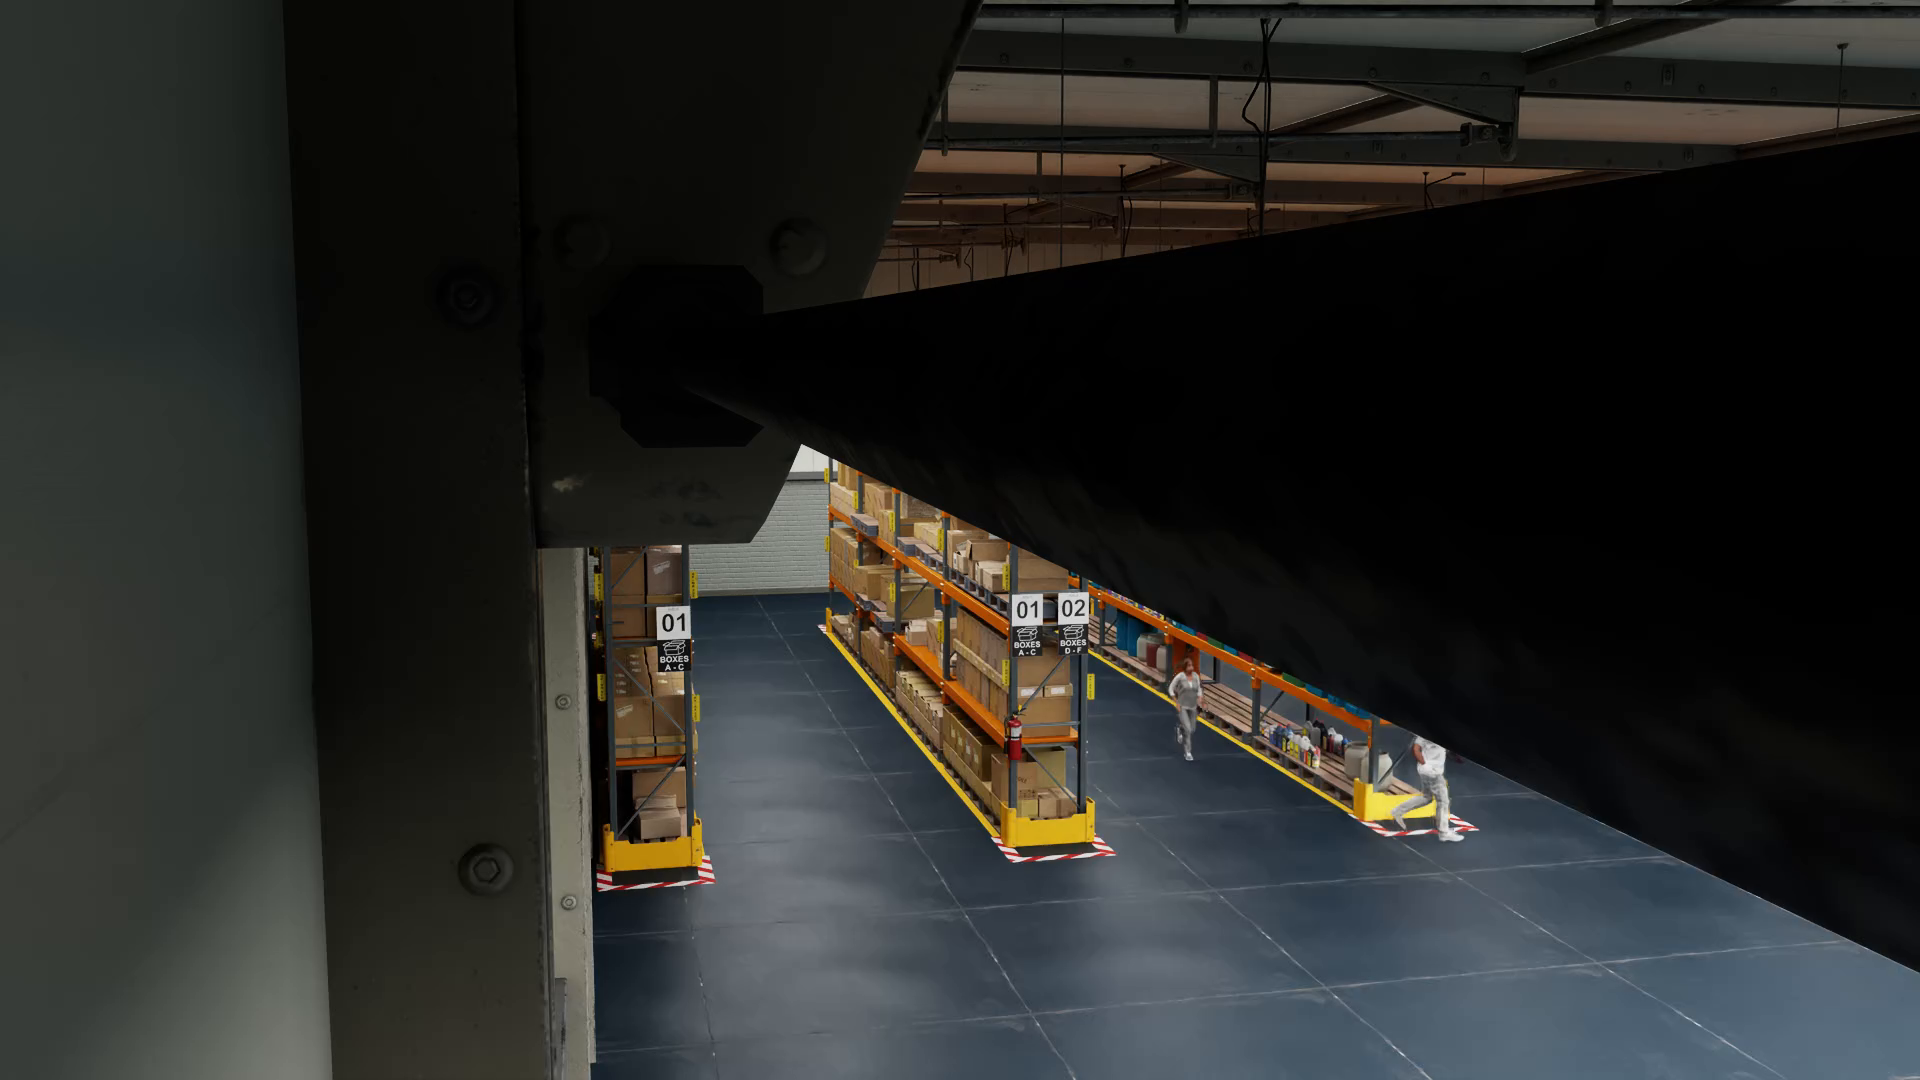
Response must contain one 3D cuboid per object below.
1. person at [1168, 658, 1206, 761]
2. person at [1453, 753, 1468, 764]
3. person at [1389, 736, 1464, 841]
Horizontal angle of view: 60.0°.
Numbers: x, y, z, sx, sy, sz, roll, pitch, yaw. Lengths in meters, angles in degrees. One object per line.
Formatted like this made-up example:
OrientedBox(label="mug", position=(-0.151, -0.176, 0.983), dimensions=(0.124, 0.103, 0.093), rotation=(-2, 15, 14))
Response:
OrientedBox(label="person", position=(3.426, 2.555, 25.451), dimensions=(0.524, 1.559, 0.682), rotation=(-2, 7, -17))
OrientedBox(label="person", position=(7.406, 2.522, 25.465), dimensions=(0.609, 1.652, 1.041), rotation=(-5, 8, -35))
OrientedBox(label="person", position=(5.944, 2.935, 21.117), dimensions=(0.927, 1.766, 0.688), rotation=(2, 7, 14))
